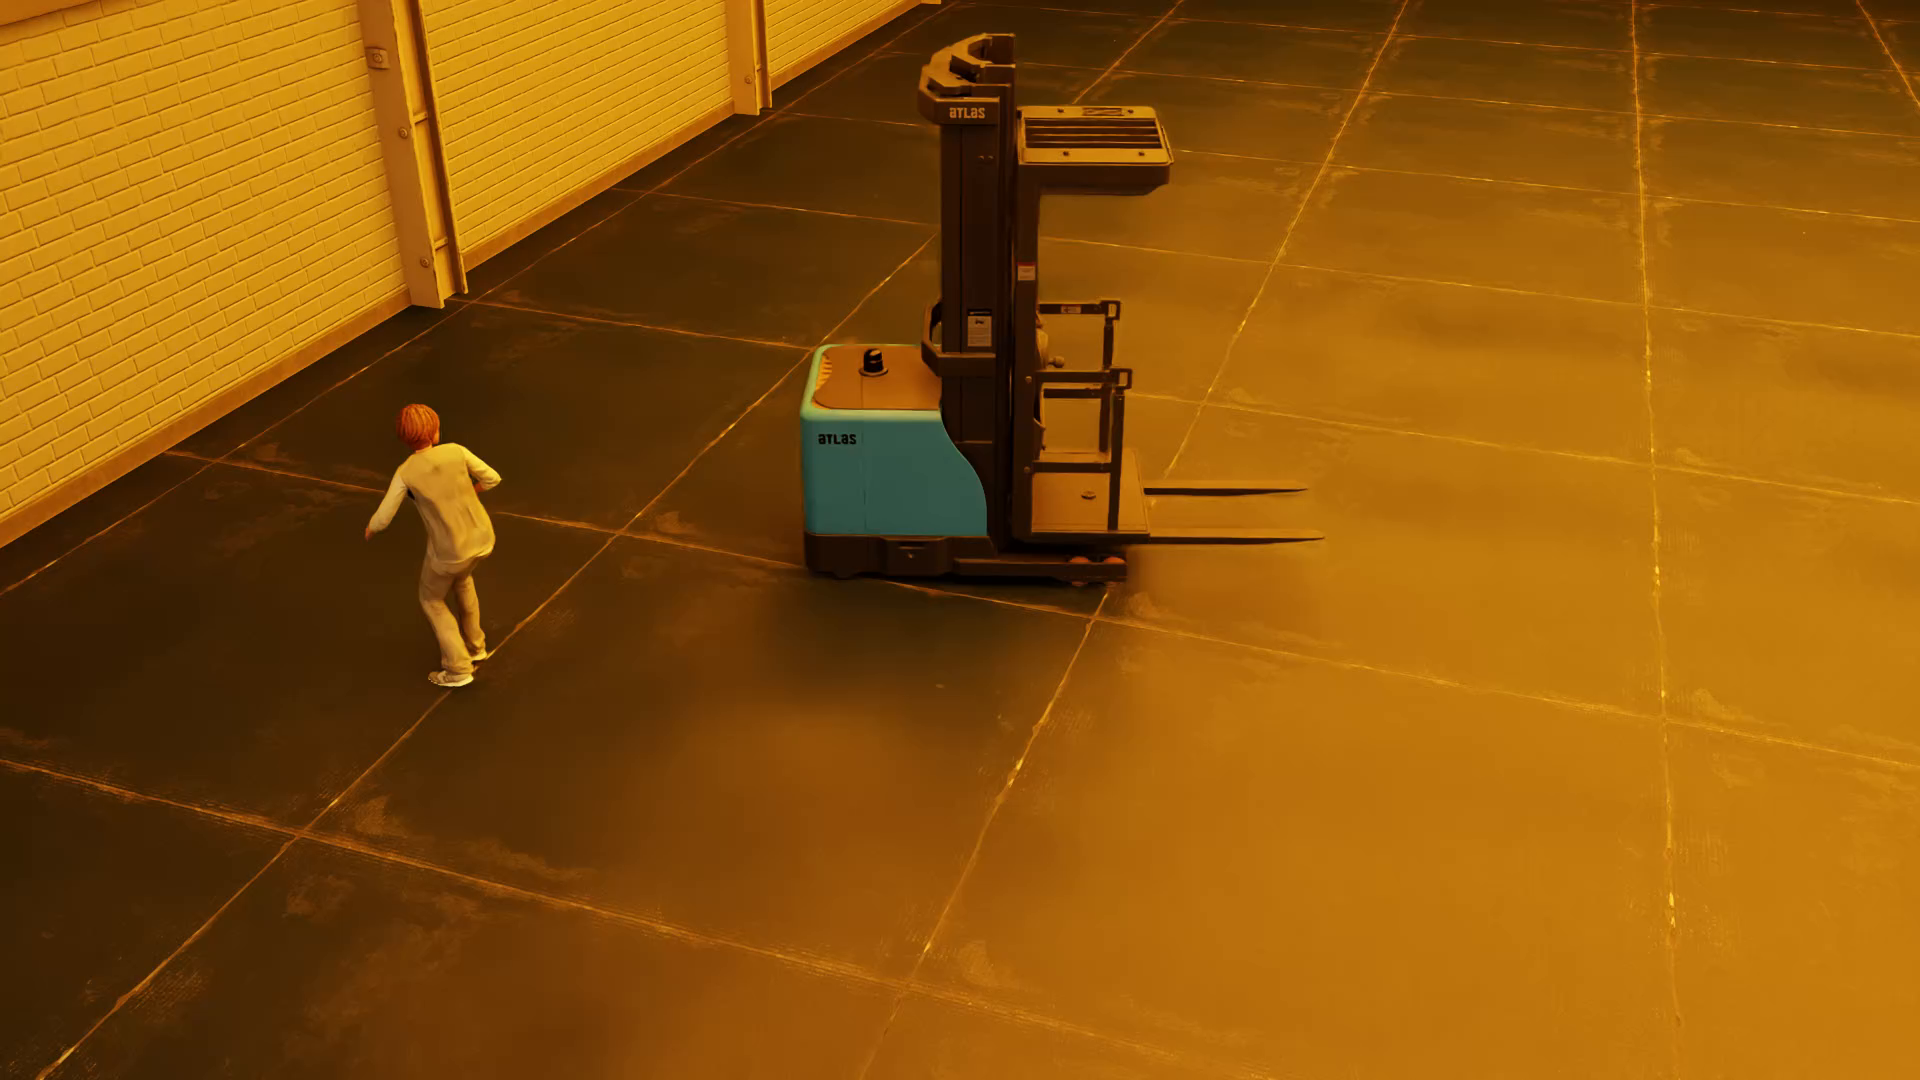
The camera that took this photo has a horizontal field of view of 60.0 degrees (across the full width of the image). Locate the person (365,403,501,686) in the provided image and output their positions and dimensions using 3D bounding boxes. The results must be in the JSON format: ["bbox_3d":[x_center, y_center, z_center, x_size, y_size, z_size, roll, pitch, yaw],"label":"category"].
[{"bbox_3d":[-2.683,0.014,8.567,0.570,1.549,0.657,24,38,36],"label":"person"}]

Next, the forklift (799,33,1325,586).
[{"bbox_3d":[0.615,-1.274,9.371,3.031,2.935,1.130,1,30,1],"label":"forklift"}]
